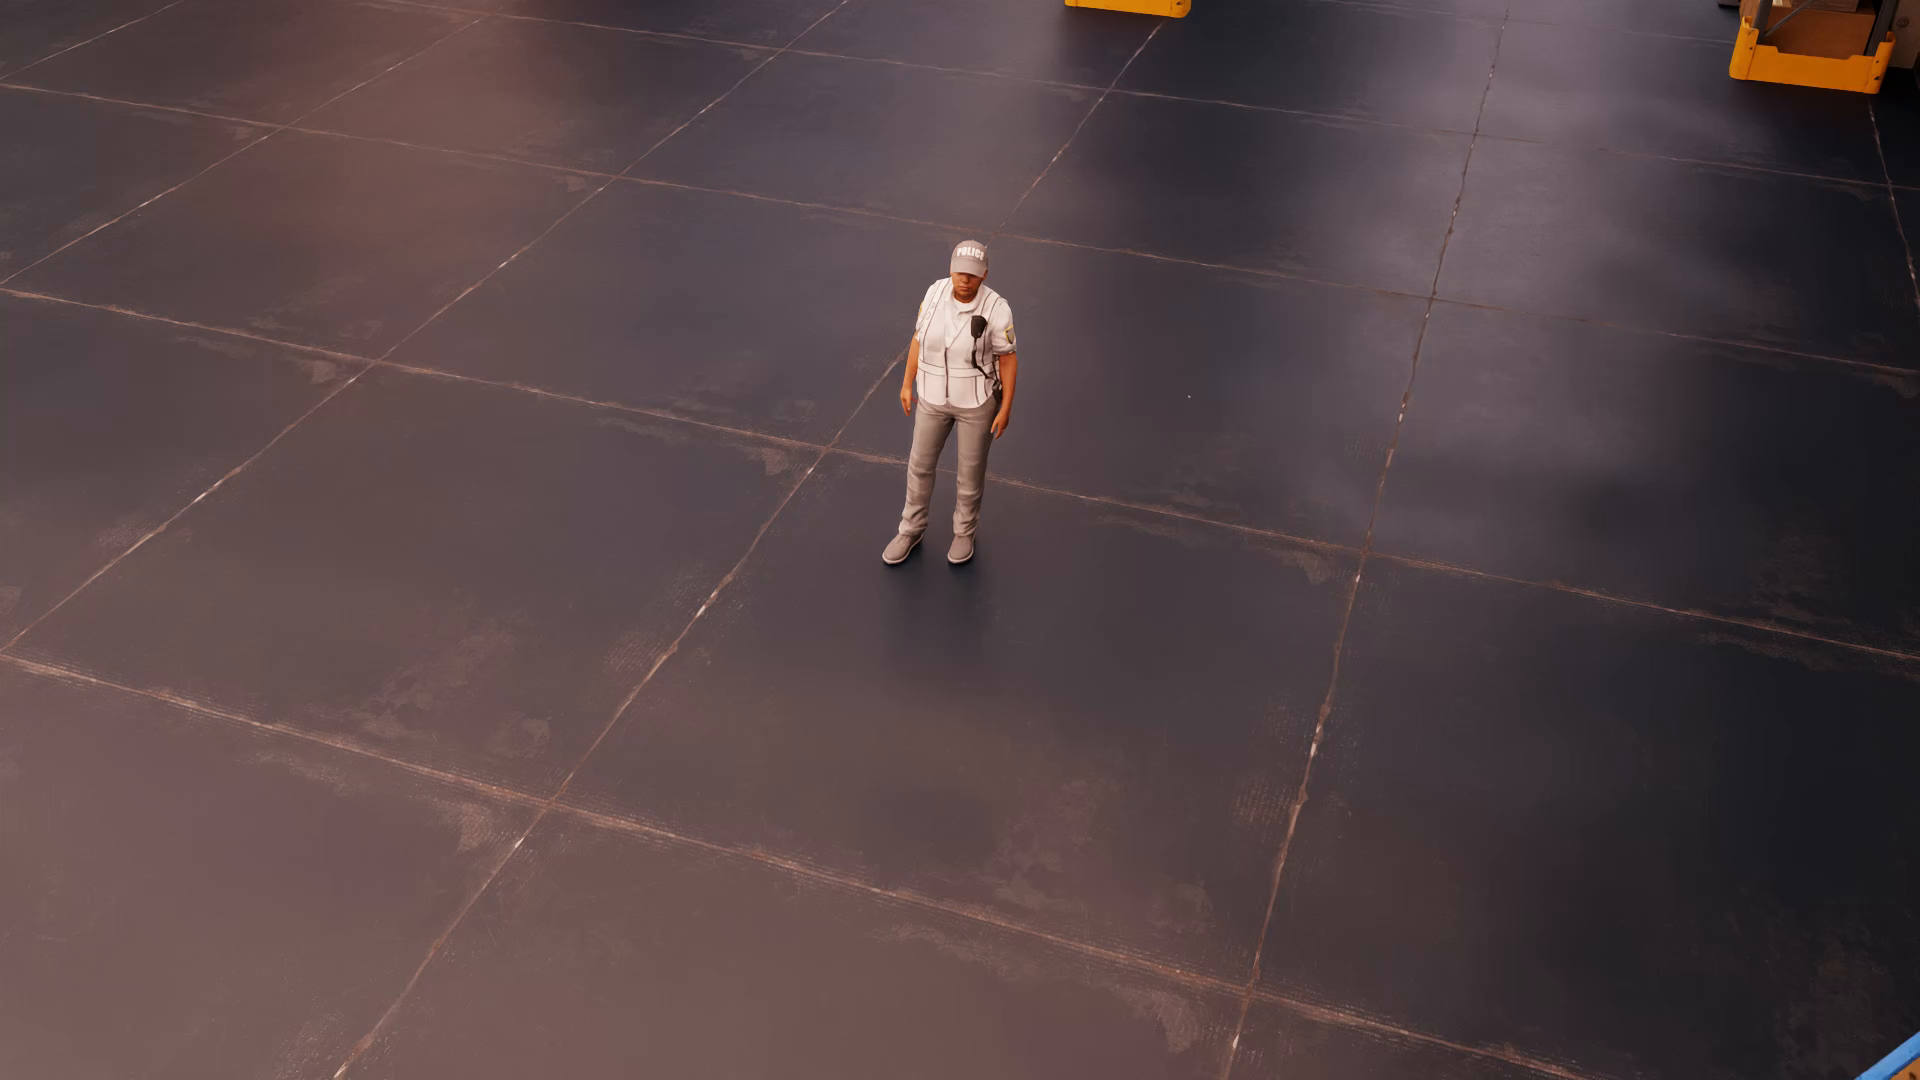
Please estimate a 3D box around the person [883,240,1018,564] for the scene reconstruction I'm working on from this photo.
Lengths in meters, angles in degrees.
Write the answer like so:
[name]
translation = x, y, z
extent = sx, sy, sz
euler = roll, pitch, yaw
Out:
[person]
translation = -0.047, -0.648, 8.106
extent = 0.598, 1.670, 0.529
euler = 12, 37, 16
